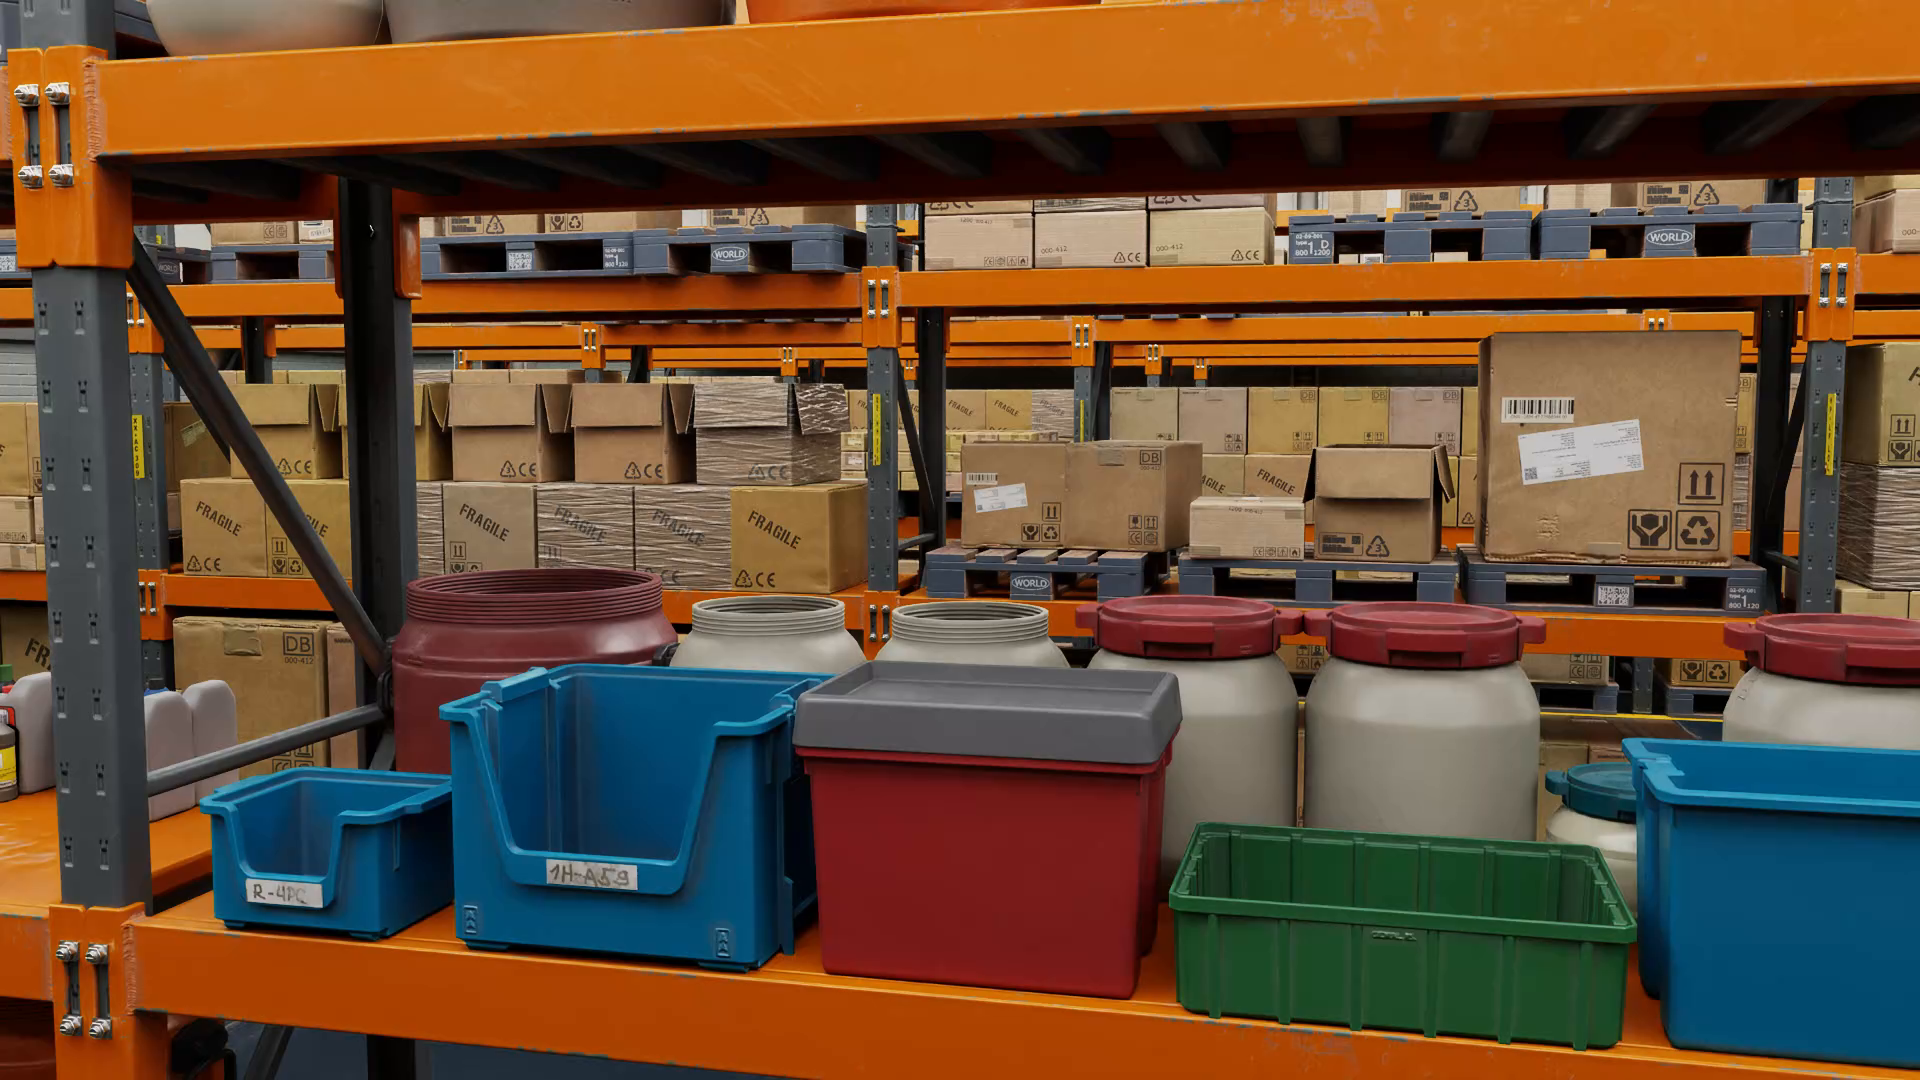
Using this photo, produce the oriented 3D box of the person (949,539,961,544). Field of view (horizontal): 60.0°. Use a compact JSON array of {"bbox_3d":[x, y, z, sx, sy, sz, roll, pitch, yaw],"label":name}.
[{"bbox_3d":[0.140,-0.013,16.402,0.549,1.664,0.470,1,5,11],"label":"person"}]
